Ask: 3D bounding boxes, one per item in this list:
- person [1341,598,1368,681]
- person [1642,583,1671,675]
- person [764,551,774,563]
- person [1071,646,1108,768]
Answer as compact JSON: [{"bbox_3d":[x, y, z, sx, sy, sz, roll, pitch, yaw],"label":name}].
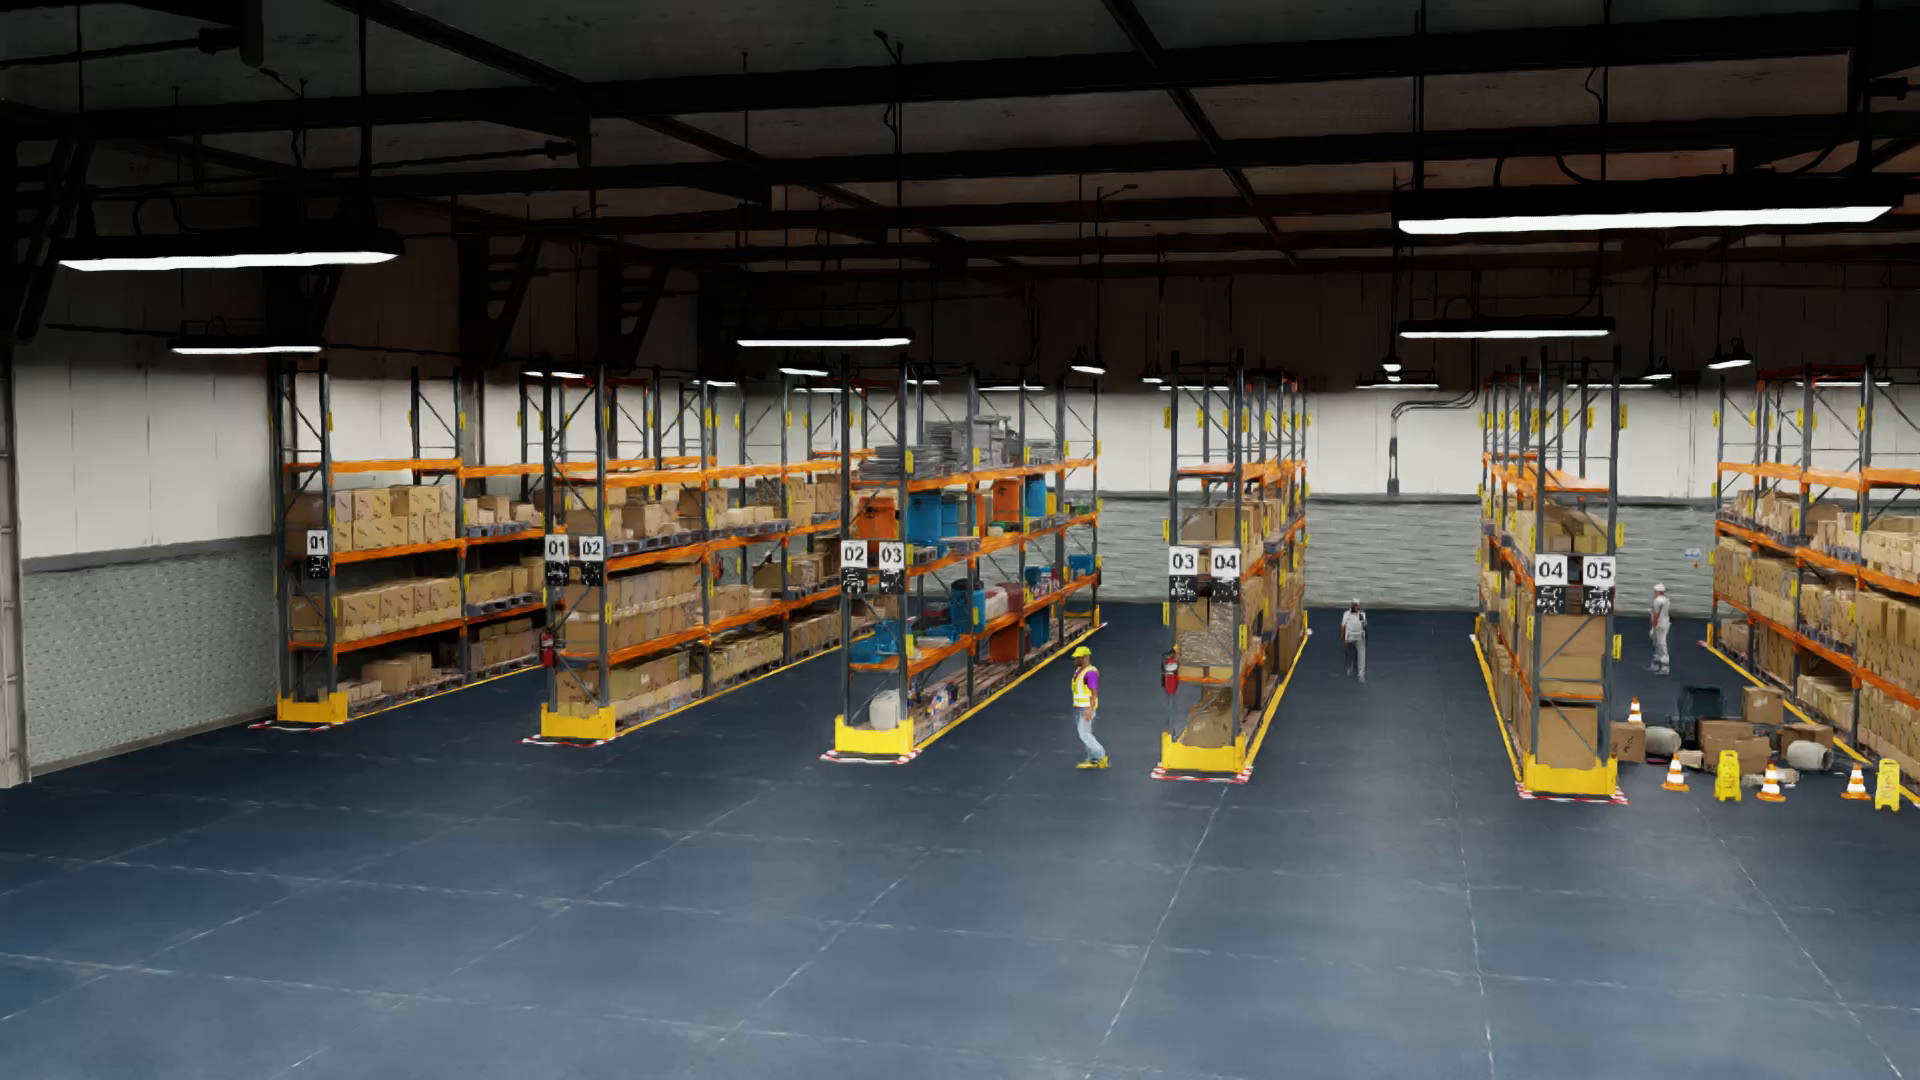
[{"bbox_3d":[7.592,1.886,32.009,0.496,1.563,1.055,1,4,13],"label":"person"},{"bbox_3d":[13.751,1.739,32.772,0.588,1.784,0.666,3,5,38],"label":"person"},{"bbox_3d":[-4.811,1.123,42.075,0.575,1.689,1.129,1,4,13],"label":"person"},{"bbox_3d":[1.856,2.399,23.825,0.457,1.760,0.714,-1,4,-18],"label":"person"}]
